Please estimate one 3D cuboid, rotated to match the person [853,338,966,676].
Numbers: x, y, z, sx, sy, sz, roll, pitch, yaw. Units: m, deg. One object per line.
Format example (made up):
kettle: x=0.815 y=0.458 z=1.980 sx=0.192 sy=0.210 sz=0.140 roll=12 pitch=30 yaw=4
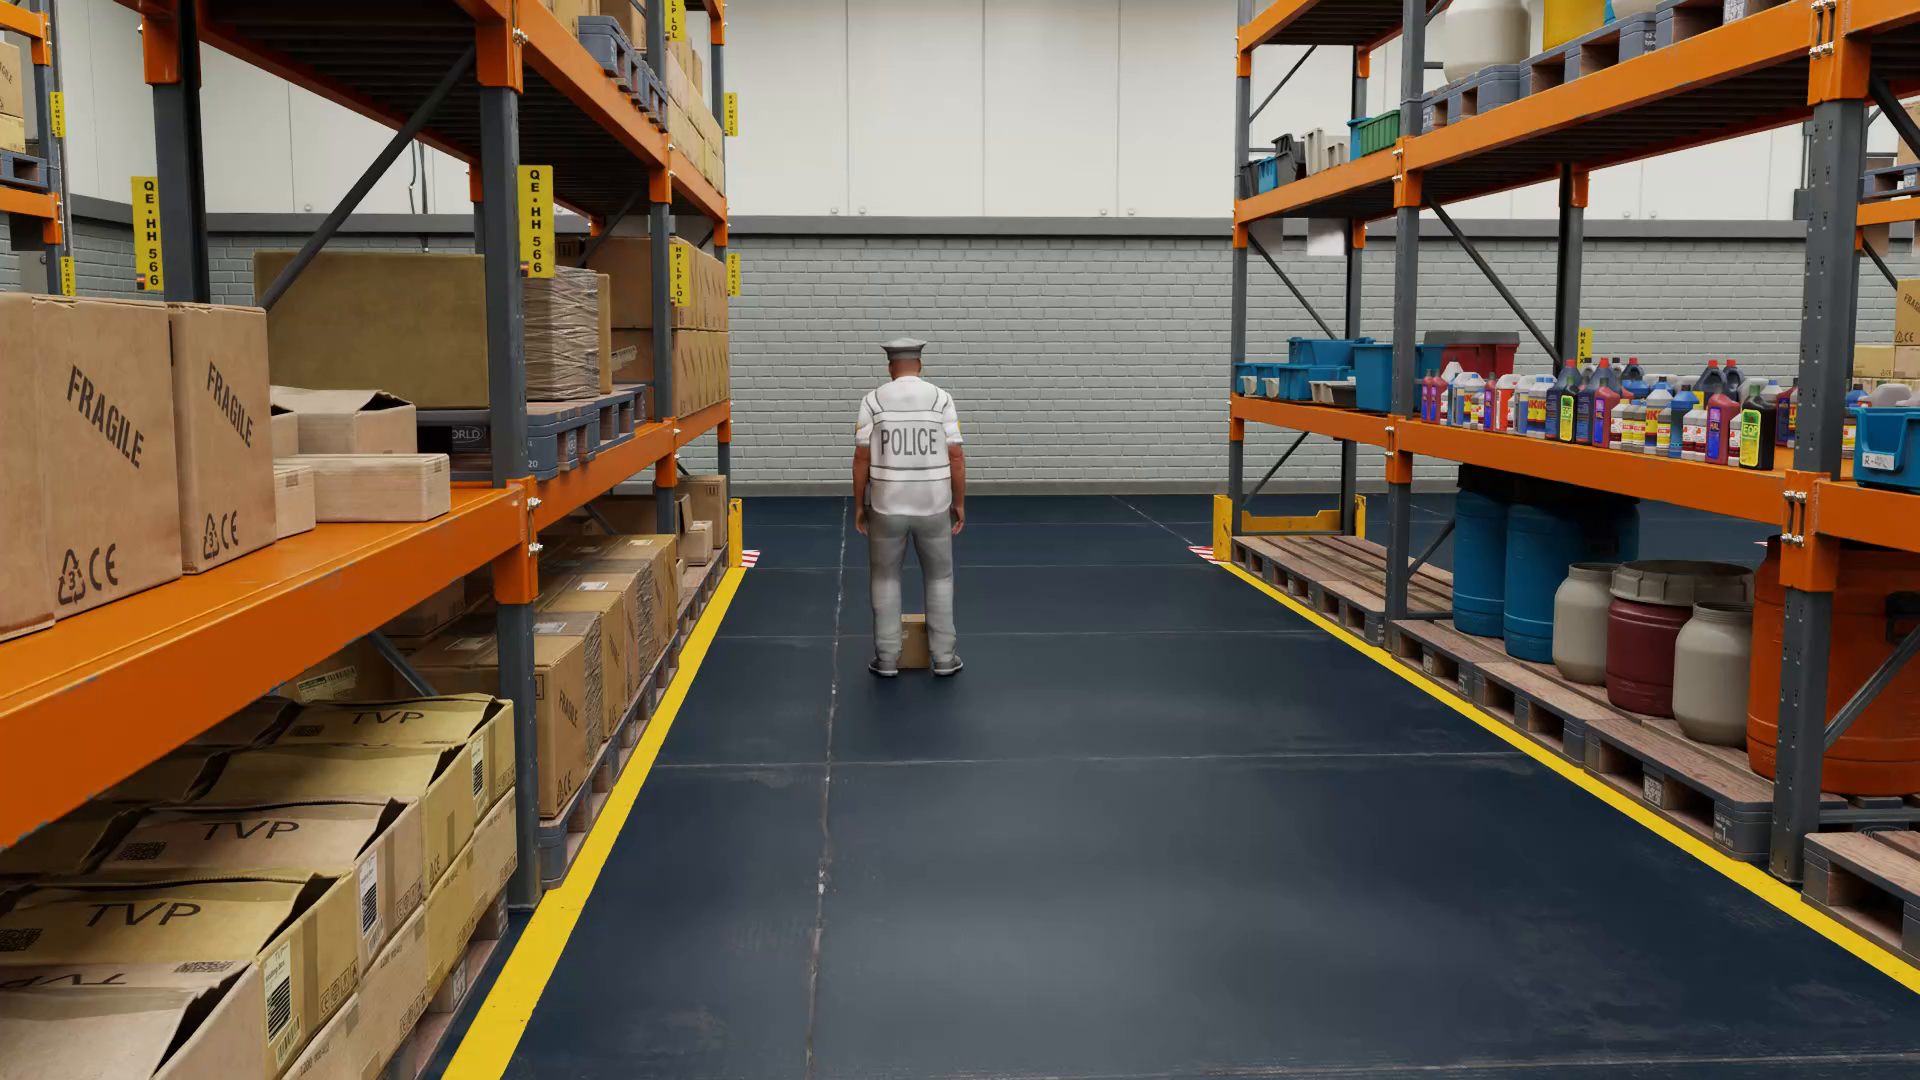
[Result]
person: x=-0.261 y=-0.168 z=8.617 sx=0.586 sy=1.748 sz=0.439 roll=0 pitch=7 yaw=-3
